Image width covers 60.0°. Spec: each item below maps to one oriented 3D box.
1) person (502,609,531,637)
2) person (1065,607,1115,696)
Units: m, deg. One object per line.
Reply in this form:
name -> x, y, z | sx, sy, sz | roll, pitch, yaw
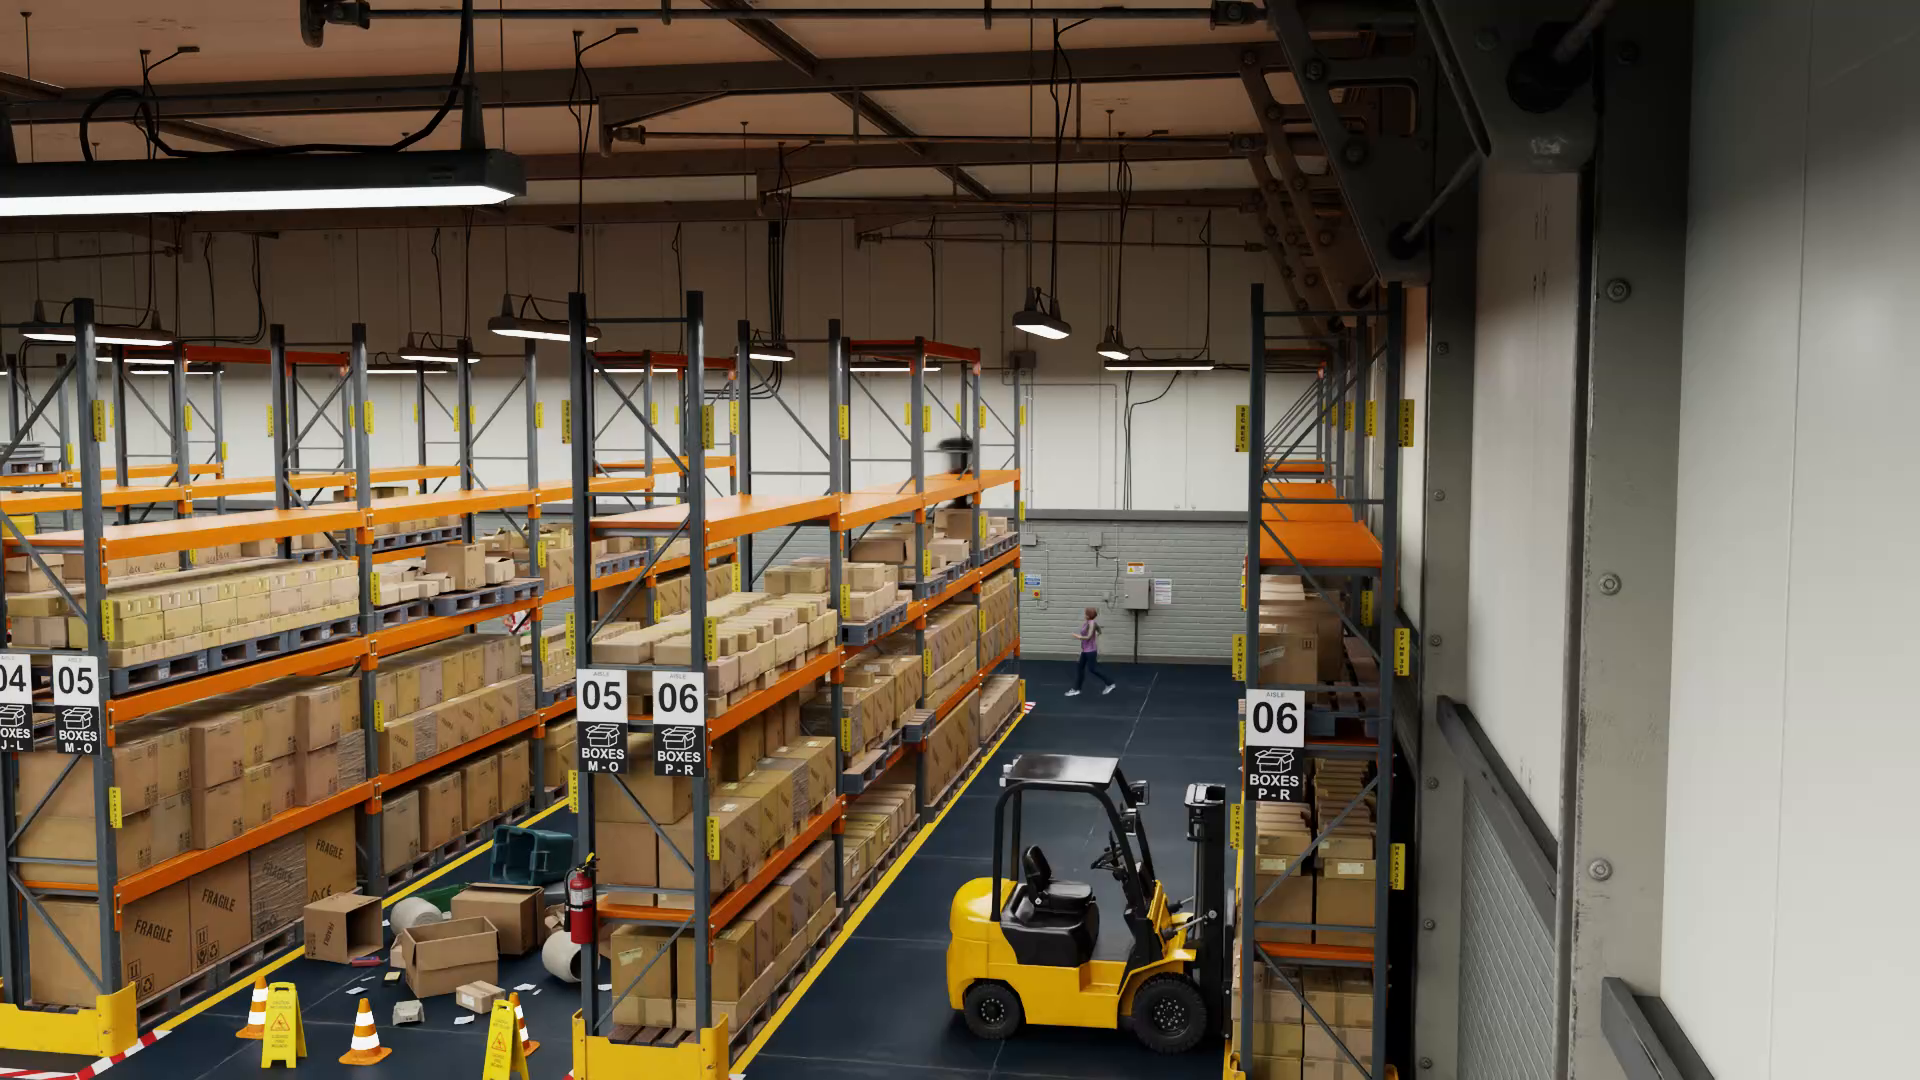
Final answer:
person -> -8.315, 1.756, 31.451 | 0.661, 1.715, 0.635 | -3, 5, -32
person -> 2.308, 1.977, 29.443 | 0.888, 1.591, 0.541 | 0, 5, 1
